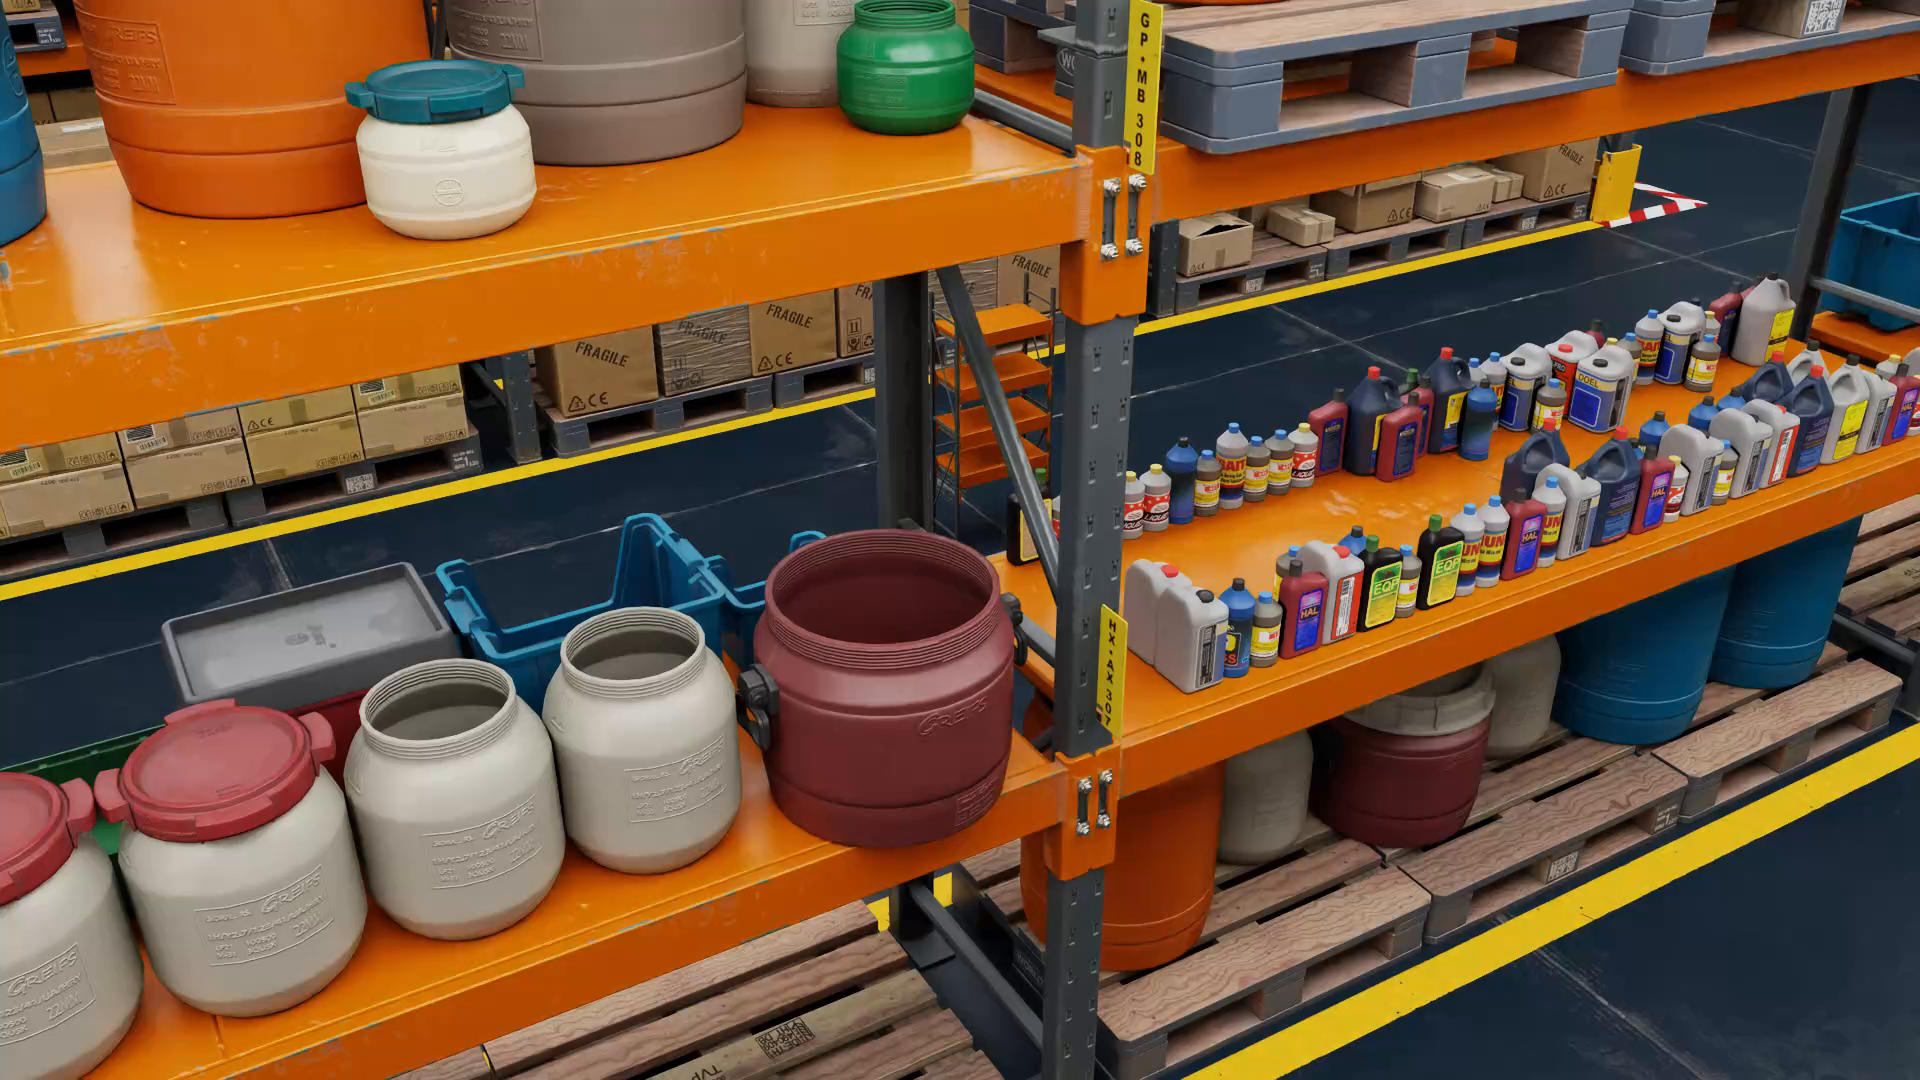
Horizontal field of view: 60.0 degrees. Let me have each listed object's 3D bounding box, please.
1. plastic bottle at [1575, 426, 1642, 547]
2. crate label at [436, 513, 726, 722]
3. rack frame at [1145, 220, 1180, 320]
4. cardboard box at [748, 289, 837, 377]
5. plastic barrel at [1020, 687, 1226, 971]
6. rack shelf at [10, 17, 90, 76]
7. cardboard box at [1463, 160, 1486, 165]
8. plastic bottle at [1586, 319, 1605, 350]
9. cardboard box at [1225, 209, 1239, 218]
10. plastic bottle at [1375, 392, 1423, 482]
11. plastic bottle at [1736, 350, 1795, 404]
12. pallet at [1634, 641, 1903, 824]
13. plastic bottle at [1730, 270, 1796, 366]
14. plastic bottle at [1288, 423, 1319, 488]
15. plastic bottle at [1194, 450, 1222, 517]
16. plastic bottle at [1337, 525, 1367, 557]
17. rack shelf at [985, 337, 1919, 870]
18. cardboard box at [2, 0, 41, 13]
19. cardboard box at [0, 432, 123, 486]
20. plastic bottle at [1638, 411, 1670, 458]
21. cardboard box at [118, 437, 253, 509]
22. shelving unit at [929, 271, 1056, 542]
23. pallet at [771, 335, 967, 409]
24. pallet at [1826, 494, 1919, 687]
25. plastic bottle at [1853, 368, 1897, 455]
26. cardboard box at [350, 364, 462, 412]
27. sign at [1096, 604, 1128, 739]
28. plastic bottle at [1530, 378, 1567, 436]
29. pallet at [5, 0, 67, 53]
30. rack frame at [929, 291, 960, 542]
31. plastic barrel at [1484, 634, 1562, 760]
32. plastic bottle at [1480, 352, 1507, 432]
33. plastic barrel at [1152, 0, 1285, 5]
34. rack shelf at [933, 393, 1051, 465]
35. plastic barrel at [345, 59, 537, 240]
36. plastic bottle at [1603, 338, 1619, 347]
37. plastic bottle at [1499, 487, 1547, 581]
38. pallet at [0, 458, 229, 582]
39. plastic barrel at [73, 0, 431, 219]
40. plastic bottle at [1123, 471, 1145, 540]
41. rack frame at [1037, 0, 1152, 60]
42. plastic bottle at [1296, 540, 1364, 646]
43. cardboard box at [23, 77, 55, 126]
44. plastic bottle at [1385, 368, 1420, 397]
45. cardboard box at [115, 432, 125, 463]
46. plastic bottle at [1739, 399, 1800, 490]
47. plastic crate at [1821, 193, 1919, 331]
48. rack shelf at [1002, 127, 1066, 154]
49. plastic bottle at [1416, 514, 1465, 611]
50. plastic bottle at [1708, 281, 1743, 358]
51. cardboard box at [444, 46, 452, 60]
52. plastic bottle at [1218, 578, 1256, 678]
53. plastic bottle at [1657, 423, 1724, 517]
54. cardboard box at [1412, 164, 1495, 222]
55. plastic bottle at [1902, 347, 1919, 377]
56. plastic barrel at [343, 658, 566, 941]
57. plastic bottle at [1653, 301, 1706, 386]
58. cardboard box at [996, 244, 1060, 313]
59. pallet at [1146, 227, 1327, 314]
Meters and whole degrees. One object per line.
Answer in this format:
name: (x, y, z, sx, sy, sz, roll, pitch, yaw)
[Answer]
plastic bottle: (1.944, -0.171, 5.006, 0.185, 0.351, 0.144, -16, 33, -26)
crate label: (-0.922, 0.271, 4.118, 0.616, 0.435, 0.502, -16, 33, -26)
rack frame: (1.014, -2.888, 9.878, 0.127, 3.000, 1.000, -16, 33, -26)
cardboard box: (-1.014, -1.250, 9.043, 0.500, 0.500, 0.500, -16, 33, -27)
plastic barrel: (0.485, 0.795, 5.016, 0.708, 0.830, 0.600, -16, 33, -26)
rack shelf: (-6.672, -3.167, 11.129, 4.000, 0.370, 1.077, -16, 33, -26)
cardboard box: (3.419, -2.718, 11.962, 0.500, 0.250, 0.500, -16, 33, -26)
plastic bottle: (2.222, -0.643, 5.931, 0.133, 0.283, 0.061, -16, 33, -26)
cardboard box: (1.655, -2.207, 11.139, 0.250, 0.149, 0.380, -16, 33, -26)
plastic bottle: (1.422, -0.335, 5.373, 0.133, 0.283, 0.061, -16, 33, -26)
plastic bottle: (2.661, -0.455, 5.522, 0.185, 0.351, 0.144, -16, 33, -26)
pallet: (2.834, 0.569, 6.501, 1.213, 0.211, 1.003, -16, 33, -26)
plastic bottle: (3.018, -0.841, 6.220, 0.185, 0.351, 0.144, -16, 33, -26)
plastic bottle: (1.099, -0.278, 5.355, 0.097, 0.201, 0.097, 0, 29, 0)
plastic bottle: (0.764, -0.183, 5.182, 0.097, 0.201, 0.097, 0, 29, 0)
plastic bottle: (1.090, 0.085, 4.624, 0.097, 0.271, 0.097, 0, 29, 0)
rack shelf: (1.796, -0.019, 5.424, 4.000, 0.370, 1.077, -16, 33, -26)
cardboard box: (-6.410, -3.774, 10.926, 0.500, 0.500, 0.700, -16, 33, -26)
cardboard box: (-4.076, -0.529, 7.436, 0.500, 0.311, 0.500, -15, 32, -25)
plastic bottle: (2.199, -0.281, 5.288, 0.097, 0.271, 0.097, 0, 29, 0)
cardboard box: (-3.642, -0.409, 7.798, 0.500, 0.250, 0.500, -15, 32, -25)
shelving unit: (0.143, -0.566, 7.534, 0.503, 1.200, 0.258, -16, 33, -26)
pallet: (-0.721, -1.152, 9.618, 1.213, 0.211, 1.003, -16, 33, -26)
pallet: (4.135, 0.201, 7.167, 1.213, 0.211, 1.003, -16, 33, -26)
plastic bottle: (3.029, -0.449, 5.587, 0.135, 0.276, 0.152, -16, 33, -26)
cardboard box: (-2.761, -0.903, 8.113, 0.500, 0.311, 0.500, -15, 32, -25)
sign: (0.356, 0.312, 3.912, 0.005, 0.325, 0.100, -16, 33, -26)
plastic bottle: (2.009, -0.451, 5.669, 0.097, 0.201, 0.097, 0, 29, 0)
pallet: (-6.633, -3.386, 10.979, 1.213, 0.211, 1.003, -16, 33, -26)
rack frame: (-0.068, -0.506, 7.425, 0.015, 1.200, 0.240, -16, 33, -26)
plastic barrel: (1.900, 0.482, 5.912, 0.421, 0.512, 0.421, 0, 29, 0)
plastic bottle: (1.816, -0.512, 5.707, 0.097, 0.271, 0.097, 0, 29, 0)
plastic barrel: (0.563, -1.667, 3.683, 0.708, 0.830, 0.600, -16, 33, -26)
rack shelf: (0.143, -0.507, 7.566, 0.480, 0.148, 0.258, -16, 33, -26)
plastic barrel: (-0.907, -0.689, 2.932, 0.301, 0.262, 0.301, 0, 29, 0)
plastic bottle: (2.331, -0.628, 5.989, 0.097, 0.201, 0.097, 0, 29, 0)
plastic bottle: (1.628, -0.028, 4.818, 0.133, 0.283, 0.061, -16, 33, -26)
pallet: (-4.215, -0.206, 7.905, 1.213, 0.211, 1.003, -16, 33, -26)
plastic barrel: (-1.310, -1.075, 3.044, 0.708, 0.830, 0.600, -16, 33, -26)
plastic bottle: (0.512, -0.111, 5.053, 0.097, 0.201, 0.097, 0, 29, 0)
rack frame: (0.072, -2.471, 2.914, 0.127, 3.000, 1.000, -16, 33, -26)
plastic bottle: (1.007, 0.125, 4.547, 0.135, 0.276, 0.152, -16, 33, -26)
cardboard box: (-6.506, -2.959, 11.362, 0.500, 0.250, 0.500, -16, 33, -27)
plastic bottle: (1.464, -0.428, 5.541, 0.133, 0.283, 0.061, -16, 33, -26)
cardboard box: (-3.913, -0.630, 8.198, 0.500, 0.250, 0.500, -17, 33, -28)
plastic bottle: (2.595, -0.325, 5.363, 0.135, 0.276, 0.152, -16, 33, -26)
plastic crate: (3.750, -1.099, 6.592, 0.575, 0.384, 0.392, -16, 33, -26)
rack shelf: (-0.710, -2.083, 9.165, 4.000, 0.370, 1.077, -16, 33, -26)
plastic bottle: (1.345, 0.052, 4.672, 0.133, 0.283, 0.061, -16, 33, -26)
plastic bottle: (2.873, -0.828, 6.266, 0.133, 0.283, 0.061, -16, 33, -26)
cardboard box: (-4.247, -3.339, 12.487, 0.750, 0.750, 0.750, -16, 33, -27)
plastic bottle: (0.722, 0.224, 4.373, 0.097, 0.271, 0.097, 0, 29, 0)
plastic bottle: (2.279, -0.235, 5.201, 0.135, 0.276, 0.152, -16, 33, -26)
cardboard box: (3.285, -2.400, 11.385, 0.500, 0.250, 0.500, -16, 33, -26)
plastic bottle: (3.344, -0.538, 5.749, 0.135, 0.276, 0.152, -16, 33, -26)
plastic barrel: (-1.070, 0.551, 3.532, 0.421, 0.512, 0.421, 0, 29, 0)
plastic bottle: (2.613, -0.725, 6.088, 0.135, 0.276, 0.152, -16, 33, -26)
cardboard box: (0.303, -1.628, 9.728, 0.500, 0.500, 0.500, -16, 33, -26)
pallet: (1.607, -1.835, 10.856, 1.213, 0.211, 1.003, -16, 33, -26)
